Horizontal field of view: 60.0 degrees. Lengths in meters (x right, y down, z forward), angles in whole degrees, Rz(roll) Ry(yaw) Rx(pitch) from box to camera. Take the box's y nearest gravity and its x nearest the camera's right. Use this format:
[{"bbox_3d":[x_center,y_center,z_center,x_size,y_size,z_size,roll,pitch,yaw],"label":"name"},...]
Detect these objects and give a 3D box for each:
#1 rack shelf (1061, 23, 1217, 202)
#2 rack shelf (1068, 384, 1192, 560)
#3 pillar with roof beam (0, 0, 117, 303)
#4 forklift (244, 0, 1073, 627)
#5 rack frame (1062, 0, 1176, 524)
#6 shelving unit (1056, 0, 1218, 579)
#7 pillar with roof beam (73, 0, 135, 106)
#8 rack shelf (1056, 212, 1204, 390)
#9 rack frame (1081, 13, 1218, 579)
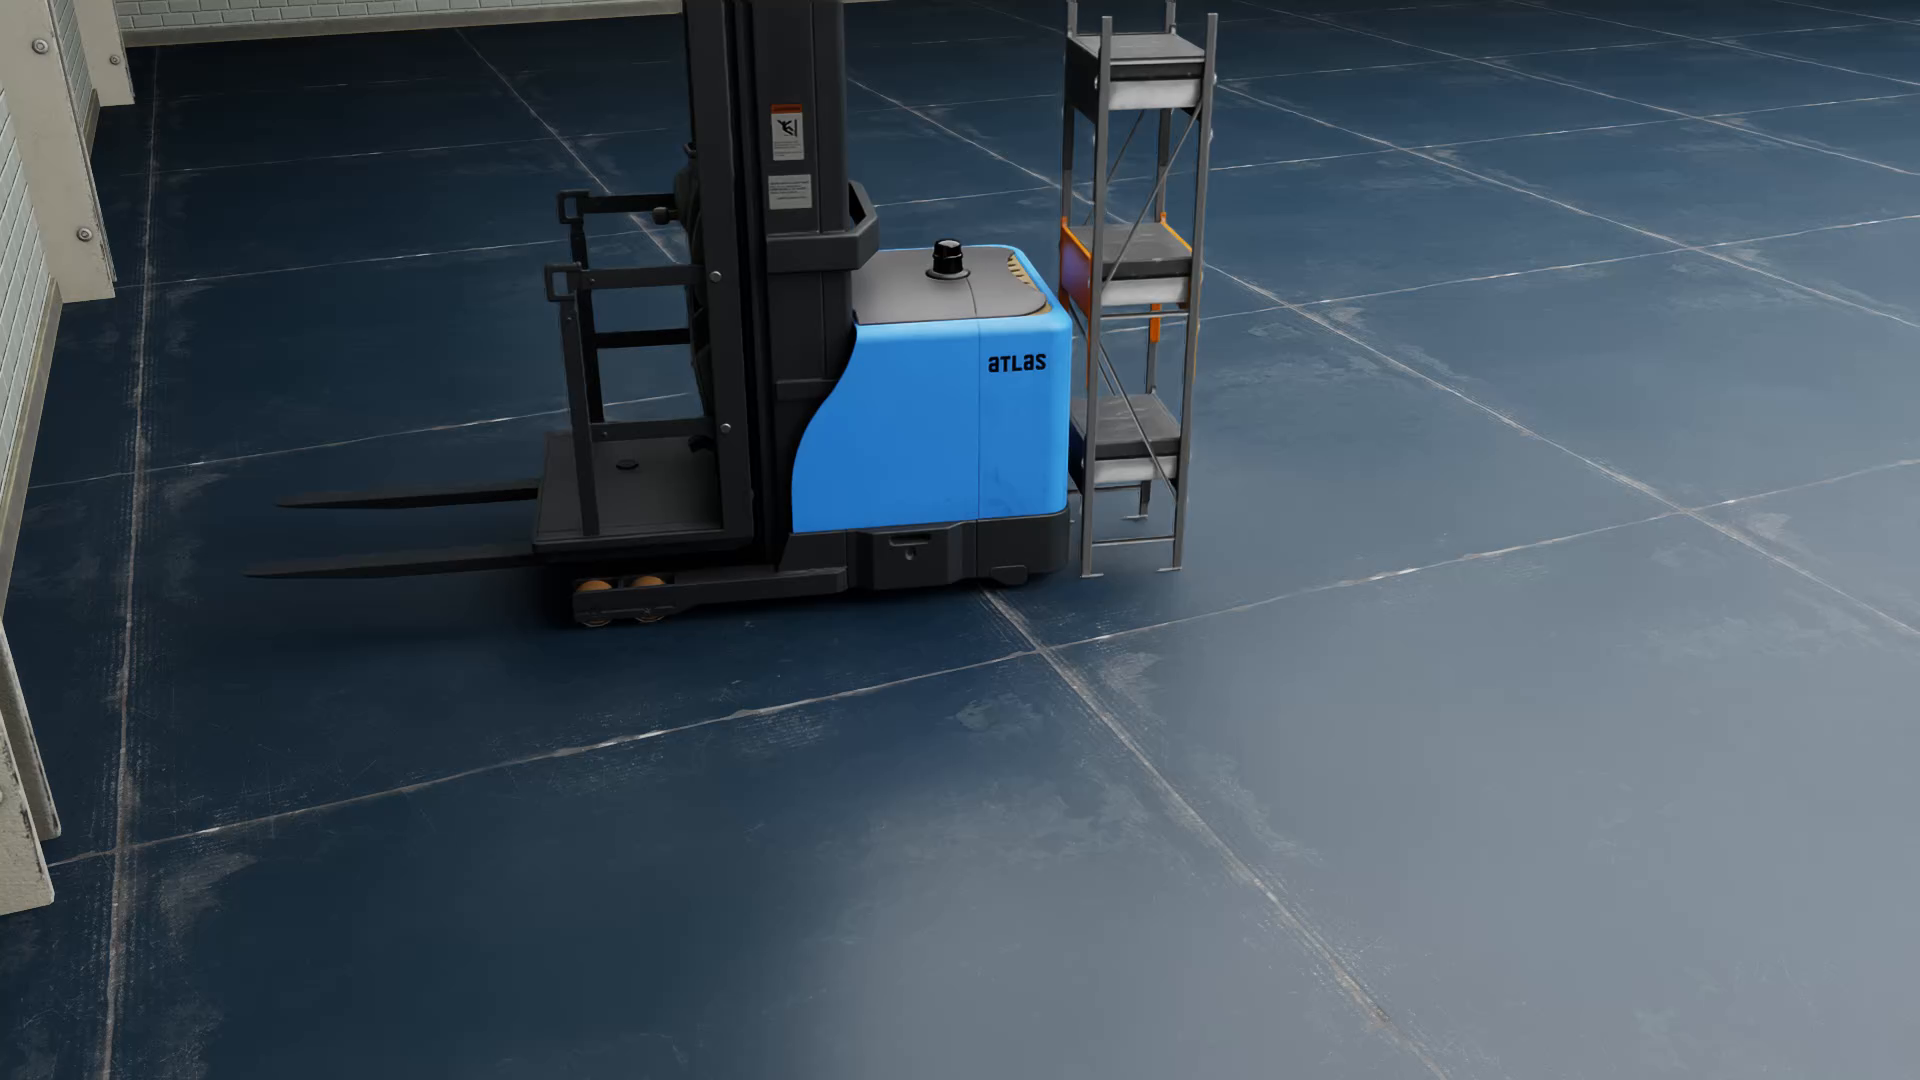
[{"bbox_3d":[0.626,-1.532,5.931,0.431,0.518,0.480,-4,26,-9],"label":"rack shelf"},{"bbox_3d":[0.626,-0.274,6.545,0.431,0.518,0.480,-4,26,-9],"label":"rack shelf"},{"bbox_3d":[-1.151,-6.240,9.275,9.100,9.000,0.400,-11,28,-21],"label":"pillar with roof beam"},{"bbox_3d":[-1.146,-1.249,5.968,3.031,2.935,1.130,-4,26,-9],"label":"forklift"},{"bbox_3d":[0.584,-1.021,6.448,0.400,2.100,0.015,-4,26,-9],"label":"rack frame"},{"bbox_3d":[0.626,-0.916,6.232,0.431,2.100,0.503,-4,26,-9],"label":"shelving unit"},{"bbox_3d":[-3.501,-8.663,14.236,9.100,9.000,0.400,-11,28,-21],"label":"pillar with roof beam"},{"bbox_3d":[0.626,-0.903,6.238,0.431,0.518,0.480,-4,26,-9],"label":"rack shelf"},{"bbox_3d":[0.668,-0.810,6.016,0.400,2.100,0.015,-4,26,-9],"label":"rack frame"}]
